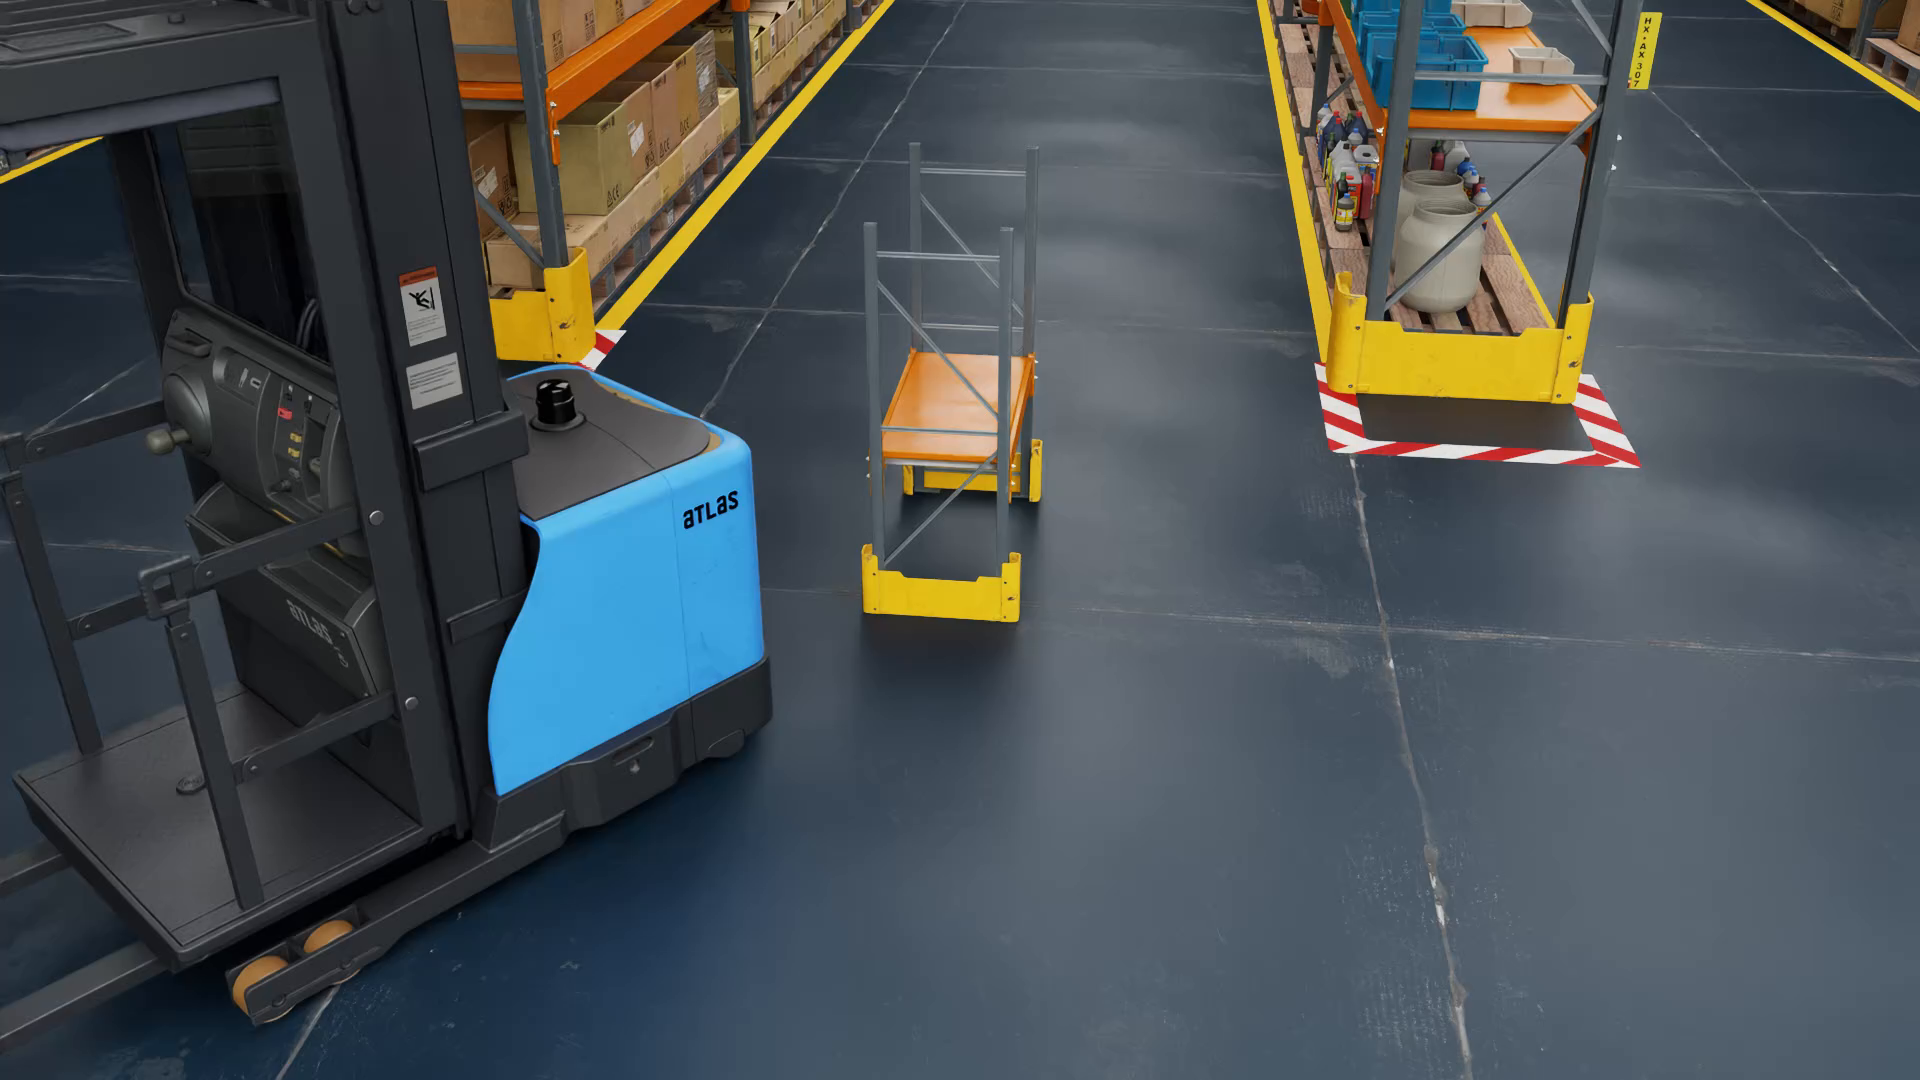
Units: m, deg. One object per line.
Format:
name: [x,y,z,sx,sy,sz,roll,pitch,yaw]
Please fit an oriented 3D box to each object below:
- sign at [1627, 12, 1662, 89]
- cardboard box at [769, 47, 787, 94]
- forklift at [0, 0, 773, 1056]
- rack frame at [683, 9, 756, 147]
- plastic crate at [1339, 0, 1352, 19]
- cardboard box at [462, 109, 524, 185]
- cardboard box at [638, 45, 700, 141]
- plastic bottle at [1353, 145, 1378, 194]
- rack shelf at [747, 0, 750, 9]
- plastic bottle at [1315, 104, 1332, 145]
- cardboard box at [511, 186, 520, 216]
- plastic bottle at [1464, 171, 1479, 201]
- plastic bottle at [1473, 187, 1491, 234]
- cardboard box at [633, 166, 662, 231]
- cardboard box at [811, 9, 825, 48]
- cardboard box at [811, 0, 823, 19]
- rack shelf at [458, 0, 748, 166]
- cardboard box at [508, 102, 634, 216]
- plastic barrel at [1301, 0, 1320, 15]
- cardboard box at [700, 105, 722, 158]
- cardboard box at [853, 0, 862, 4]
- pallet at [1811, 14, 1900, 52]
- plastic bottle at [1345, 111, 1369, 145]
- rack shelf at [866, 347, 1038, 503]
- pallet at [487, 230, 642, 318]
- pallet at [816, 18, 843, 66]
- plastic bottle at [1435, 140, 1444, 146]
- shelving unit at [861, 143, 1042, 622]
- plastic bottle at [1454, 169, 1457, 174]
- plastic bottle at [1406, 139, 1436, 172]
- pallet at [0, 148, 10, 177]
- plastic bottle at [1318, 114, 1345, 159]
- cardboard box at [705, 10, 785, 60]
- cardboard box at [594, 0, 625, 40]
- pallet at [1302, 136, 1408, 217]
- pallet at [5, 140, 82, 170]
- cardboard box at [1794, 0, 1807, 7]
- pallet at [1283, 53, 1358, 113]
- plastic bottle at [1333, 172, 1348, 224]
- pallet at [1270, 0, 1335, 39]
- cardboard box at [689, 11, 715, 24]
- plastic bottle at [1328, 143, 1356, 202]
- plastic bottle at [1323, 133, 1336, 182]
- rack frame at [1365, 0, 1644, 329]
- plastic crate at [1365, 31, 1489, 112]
sign: [2.979,-2.133,7.255,0.100,0.325,0.005,3,28,6]
cardboard box: [-1.633,-3.608,12.741,0.500,0.250,0.500,4,29,7]
forklift: [-1.996,-0.294,4.206,1.130,2.935,3.031,24,36,37]
rack frame: [-1.992,-4.218,11.416,1.000,3.000,0.127,3,28,6]
plastic crate: [2.477,-3.212,9.773,0.450,0.188,0.662,3,28,6]
cardboard box: [-2.604,-2.381,9.672,0.500,0.500,0.500,3,28,6]
cardboard box: [-1.963,-2.821,10.489,0.500,0.500,0.500,3,28,6]
plastic bottle: [2.487,-2.281,10.229,0.152,0.276,0.135,3,28,6]
rack shelf: [-1.747,-4.842,13.334,1.077,0.370,4.000,3,28,6]
plastic bottle: [2.449,-2.796,11.190,0.097,0.271,0.097,0,28,0]
cardboard box: [-2.661,-1.815,9.412,0.500,0.250,0.500,3,28,6]
plastic bottle: [3.007,-2.034,9.776,0.097,0.271,0.097,0,28,0]
plastic bottle: [2.965,-1.873,9.477,0.097,0.271,0.097,0,28,0]
cardboard box: [-2.077,-2.020,9.792,0.500,0.250,0.500,3,28,6]
cardboard box: [-1.449,-4.334,14.088,0.500,0.250,0.500,4,29,7]
cardboard box: [-1.444,-4.578,13.951,0.500,0.311,0.500,3,28,6]
rack shelf: [-2.237,-2.960,9.839,1.077,0.370,4.000,3,28,6]
cardboard box: [-2.137,-2.114,9.178,0.500,0.500,0.500,3,28,6]
plastic barrel: [3.456,-5.272,15.218,0.600,0.830,0.708,3,28,6]
cardboard box: [-1.903,-2.726,11.104,0.500,0.250,0.500,3,28,6]
cardboard box: [-1.163,-5.391,15.766,0.500,0.500,0.500,5,29,8]
pallet: [8.500,-4.662,15.181,1.003,0.211,1.213,3,28,6]
plastic bottle: [2.556,-2.591,10.726,0.144,0.351,0.185,3,28,6]
rack shelf: [-0.010,-0.462,6.405,0.538,0.185,1.000,3,28,6]
pallet: [-2.430,-1.470,9.255,1.003,0.211,1.213,3,28,6]
pallet: [-1.642,-4.488,14.857,1.003,0.211,1.213,3,28,6]
plastic bottle: [3.107,-2.545,10.641,0.144,0.351,0.185,2,28,4]
shelving unit: [-0.009,-0.624,6.328,0.587,1.500,1.083,3,28,6]
plastic bottle: [3.056,-2.194,10.147,0.097,0.201,0.097,0,28,0]
plastic bottle: [2.957,-2.509,10.653,0.152,0.276,0.135,3,28,6]
pallet: [-7.103,-2.382,10.949,1.003,0.211,1.213,3,28,6]
plastic bottle: [2.437,-2.644,10.904,0.152,0.276,0.135,4,29,8]
cardboard box: [-1.628,-3.854,12.607,0.500,0.311,0.500,3,28,6]
cardboard box: [-2.286,-3.079,9.197,0.700,0.500,0.500,4,29,7]
pallet: [2.800,-2.387,10.958,1.003,0.211,1.213,3,28,6]
pallet: [-6.956,-2.958,12.018,1.003,0.211,1.213,3,28,6]
cardboard box: [8.551,-5.515,15.622,1.225,0.875,0.875,3,29,6]
pallet: [3.128,-3.648,13.299,1.003,0.211,1.213,3,28,6]
plastic bottle: [2.219,-1.989,9.680,0.061,0.283,0.133,4,29,7]
pallet: [3.469,-4.957,15.728,1.003,0.211,1.213,3,28,6]
cardboard box: [-2.170,-3.891,12.676,0.500,0.311,0.500,4,29,8]
plastic bottle: [2.315,-2.223,10.043,0.144,0.351,0.185,5,29,8]
plastic bottle: [2.328,-2.406,10.453,0.061,0.283,0.133,5,29,8]
rack frame: [2.433,-2.045,7.384,1.000,3.000,0.127,3,28,6]
plastic crate: [2.197,-2.233,7.888,0.499,0.251,0.616,3,28,6]
